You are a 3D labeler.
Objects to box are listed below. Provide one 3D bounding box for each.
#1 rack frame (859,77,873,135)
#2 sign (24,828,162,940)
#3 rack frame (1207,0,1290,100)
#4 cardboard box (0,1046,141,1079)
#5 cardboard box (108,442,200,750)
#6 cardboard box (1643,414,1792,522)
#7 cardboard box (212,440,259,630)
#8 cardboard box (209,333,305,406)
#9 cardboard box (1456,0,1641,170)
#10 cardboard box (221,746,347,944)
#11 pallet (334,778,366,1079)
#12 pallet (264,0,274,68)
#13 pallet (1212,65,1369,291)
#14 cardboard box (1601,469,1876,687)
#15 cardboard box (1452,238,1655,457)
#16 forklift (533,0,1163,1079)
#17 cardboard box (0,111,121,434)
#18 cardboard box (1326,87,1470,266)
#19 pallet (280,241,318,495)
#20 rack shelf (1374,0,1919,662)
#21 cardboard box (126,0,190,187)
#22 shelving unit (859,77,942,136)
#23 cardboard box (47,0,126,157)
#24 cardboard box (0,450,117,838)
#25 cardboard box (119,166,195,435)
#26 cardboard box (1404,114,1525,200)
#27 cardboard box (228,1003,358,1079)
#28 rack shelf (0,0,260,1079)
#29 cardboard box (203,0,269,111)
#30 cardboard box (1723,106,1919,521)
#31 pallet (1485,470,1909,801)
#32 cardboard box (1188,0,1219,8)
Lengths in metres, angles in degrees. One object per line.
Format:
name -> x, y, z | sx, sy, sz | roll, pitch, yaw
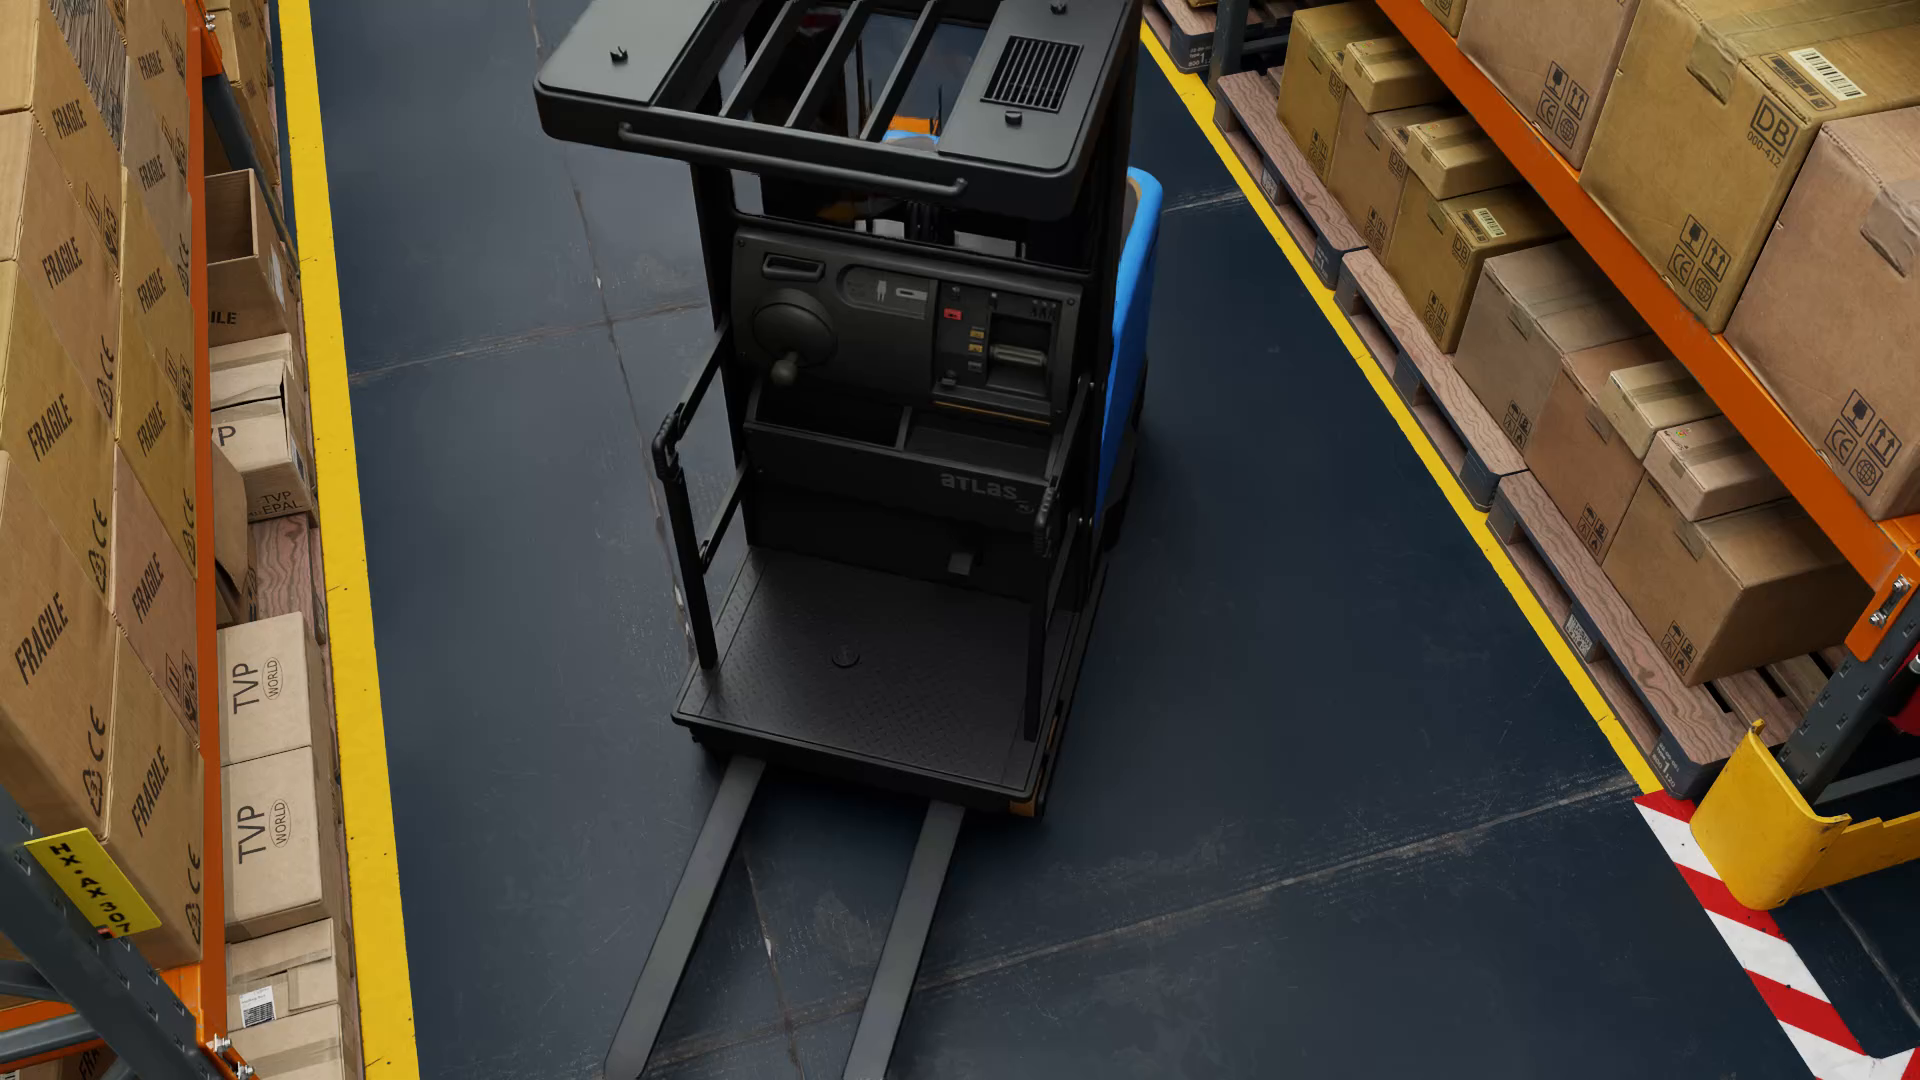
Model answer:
rack frame -> -0.325, -1.163, 6.036 | 0.008, 1.050, 0.200 | 7, 47, 6
sign -> -1.427, 0.571, 2.740 | 0.100, 0.325, 0.005 | -13, 51, -11
rack frame -> 1.603, -3.071, 6.377 | 1.000, 3.000, 0.127 | -13, 51, -11
cardboard box -> -2.341, 1.296, 4.043 | 0.500, 0.500, 0.500 | -13, 51, -11
cardboard box -> -1.982, 0.182, 3.570 | 0.500, 0.500, 0.500 | -14, 51, -11
cardboard box -> 2.271, -0.229, 4.918 | 0.380, 0.149, 0.250 | -14, 51, -11
cardboard box -> -2.567, 0.086, 5.061 | 0.797, 0.503, 0.637 | -13, 51, -11
cardboard box -> -2.520, -0.559, 5.836 | 0.380, 0.149, 0.250 | -13, 51, -11
cardboard box -> 2.183, -1.704, 5.029 | 0.980, 0.700, 0.700 | -16, 52, -13
cardboard box -> -1.983, 0.891, 4.547 | 0.500, 0.250, 0.500 | -13, 51, -11
pallet -> -2.204, 1.235, 4.571 | 1.003, 0.211, 1.213 | -13, 51, -11
pallet -> -3.769, -2.528, 7.743 | 1.003, 0.211, 1.213 | -13, 51, -11
pallet -> 1.753, -1.599, 6.960 | 1.003, 0.211, 1.213 | -13, 51, -11
cardboard box -> 2.483, 0.032, 5.121 | 0.700, 0.500, 0.500 | -13, 51, -11
cardboard box -> 2.186, -0.700, 5.739 | 0.700, 0.500, 0.500 | -15, 51, -12
forklift -> -0.204, -0.446, 4.209 | 1.130, 2.935, 3.031 | 12, 51, 10
cardboard box -> -2.129, -0.512, 3.500 | 0.500, 0.500, 0.500 | -13, 51, -10
cardboard box -> 1.872, -1.464, 6.382 | 0.700, 0.500, 0.500 | -14, 51, -11
pallet -> -2.926, -0.548, 6.074 | 1.003, 0.211, 1.213 | -13, 51, -11
rack shelf -> 2.195, -1.378, 5.421 | 1.077, 0.370, 4.000 | -13, 51, -11
cardboard box -> -2.581, -1.297, 4.816 | 0.500, 0.500, 0.500 | -12, 51, -10
shelving unit -> -0.205, -1.148, 6.024 | 0.252, 1.050, 0.215 | 7, 47, 6
cardboard box -> -2.428, -1.250, 4.123 | 0.500, 0.500, 0.500 | -13, 51, -11
cardboard box -> -1.824, 0.235, 2.871 | 0.500, 0.500, 0.500 | -12, 51, -10
cardboard box -> -2.274, -0.551, 4.187 | 0.500, 0.500, 0.500 | -13, 51, -10
cardboard box -> 1.808, -1.368, 5.877 | 0.380, 0.149, 0.250 | -15, 51, -12
cardboard box -> -1.741, 1.367, 4.213 | 0.380, 0.149, 0.250 | -13, 51, -11
rack shelf -> -2.536, -0.256, 4.474 | 1.077, 0.370, 4.000 | -13, 51, -11
cardboard box -> -3.207, -2.080, 6.889 | 0.500, 0.500, 0.500 | -13, 51, -10
cardboard box -> 2.626, -0.616, 4.112 | 0.980, 0.700, 0.700 | -11, 51, -9
pallet -> 2.475, 0.183, 5.458 | 1.003, 0.211, 1.213 | -13, 51, -11
cardboard box -> 1.287, -2.959, 7.414 | 0.750, 0.750, 0.750 | -13, 51, -11
